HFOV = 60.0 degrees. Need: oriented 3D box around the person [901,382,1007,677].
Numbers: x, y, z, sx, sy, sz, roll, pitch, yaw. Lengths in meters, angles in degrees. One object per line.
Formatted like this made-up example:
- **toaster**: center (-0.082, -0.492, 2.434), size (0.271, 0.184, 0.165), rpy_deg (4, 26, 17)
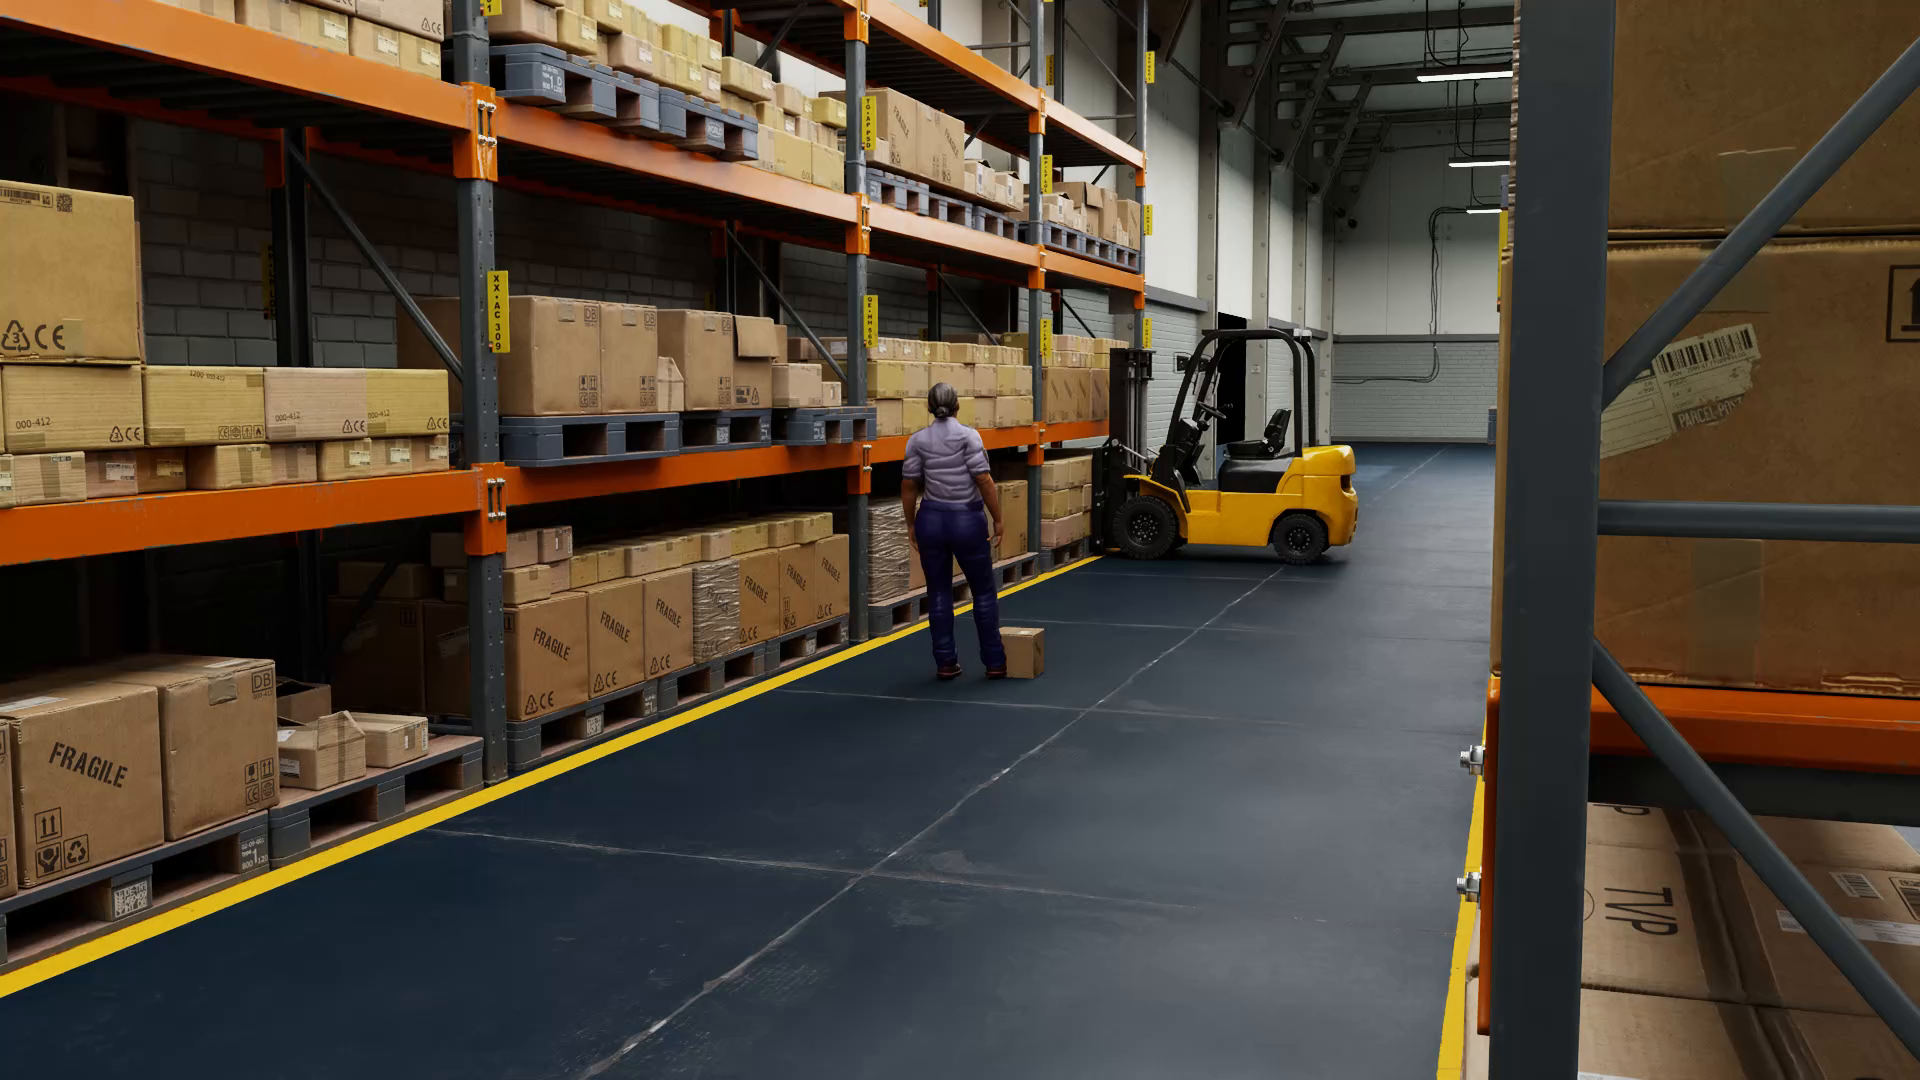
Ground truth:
- **person**: center (0.000, -0.052, 9.319), size (0.599, 1.642, 0.503), rpy_deg (2, 6, 19)
